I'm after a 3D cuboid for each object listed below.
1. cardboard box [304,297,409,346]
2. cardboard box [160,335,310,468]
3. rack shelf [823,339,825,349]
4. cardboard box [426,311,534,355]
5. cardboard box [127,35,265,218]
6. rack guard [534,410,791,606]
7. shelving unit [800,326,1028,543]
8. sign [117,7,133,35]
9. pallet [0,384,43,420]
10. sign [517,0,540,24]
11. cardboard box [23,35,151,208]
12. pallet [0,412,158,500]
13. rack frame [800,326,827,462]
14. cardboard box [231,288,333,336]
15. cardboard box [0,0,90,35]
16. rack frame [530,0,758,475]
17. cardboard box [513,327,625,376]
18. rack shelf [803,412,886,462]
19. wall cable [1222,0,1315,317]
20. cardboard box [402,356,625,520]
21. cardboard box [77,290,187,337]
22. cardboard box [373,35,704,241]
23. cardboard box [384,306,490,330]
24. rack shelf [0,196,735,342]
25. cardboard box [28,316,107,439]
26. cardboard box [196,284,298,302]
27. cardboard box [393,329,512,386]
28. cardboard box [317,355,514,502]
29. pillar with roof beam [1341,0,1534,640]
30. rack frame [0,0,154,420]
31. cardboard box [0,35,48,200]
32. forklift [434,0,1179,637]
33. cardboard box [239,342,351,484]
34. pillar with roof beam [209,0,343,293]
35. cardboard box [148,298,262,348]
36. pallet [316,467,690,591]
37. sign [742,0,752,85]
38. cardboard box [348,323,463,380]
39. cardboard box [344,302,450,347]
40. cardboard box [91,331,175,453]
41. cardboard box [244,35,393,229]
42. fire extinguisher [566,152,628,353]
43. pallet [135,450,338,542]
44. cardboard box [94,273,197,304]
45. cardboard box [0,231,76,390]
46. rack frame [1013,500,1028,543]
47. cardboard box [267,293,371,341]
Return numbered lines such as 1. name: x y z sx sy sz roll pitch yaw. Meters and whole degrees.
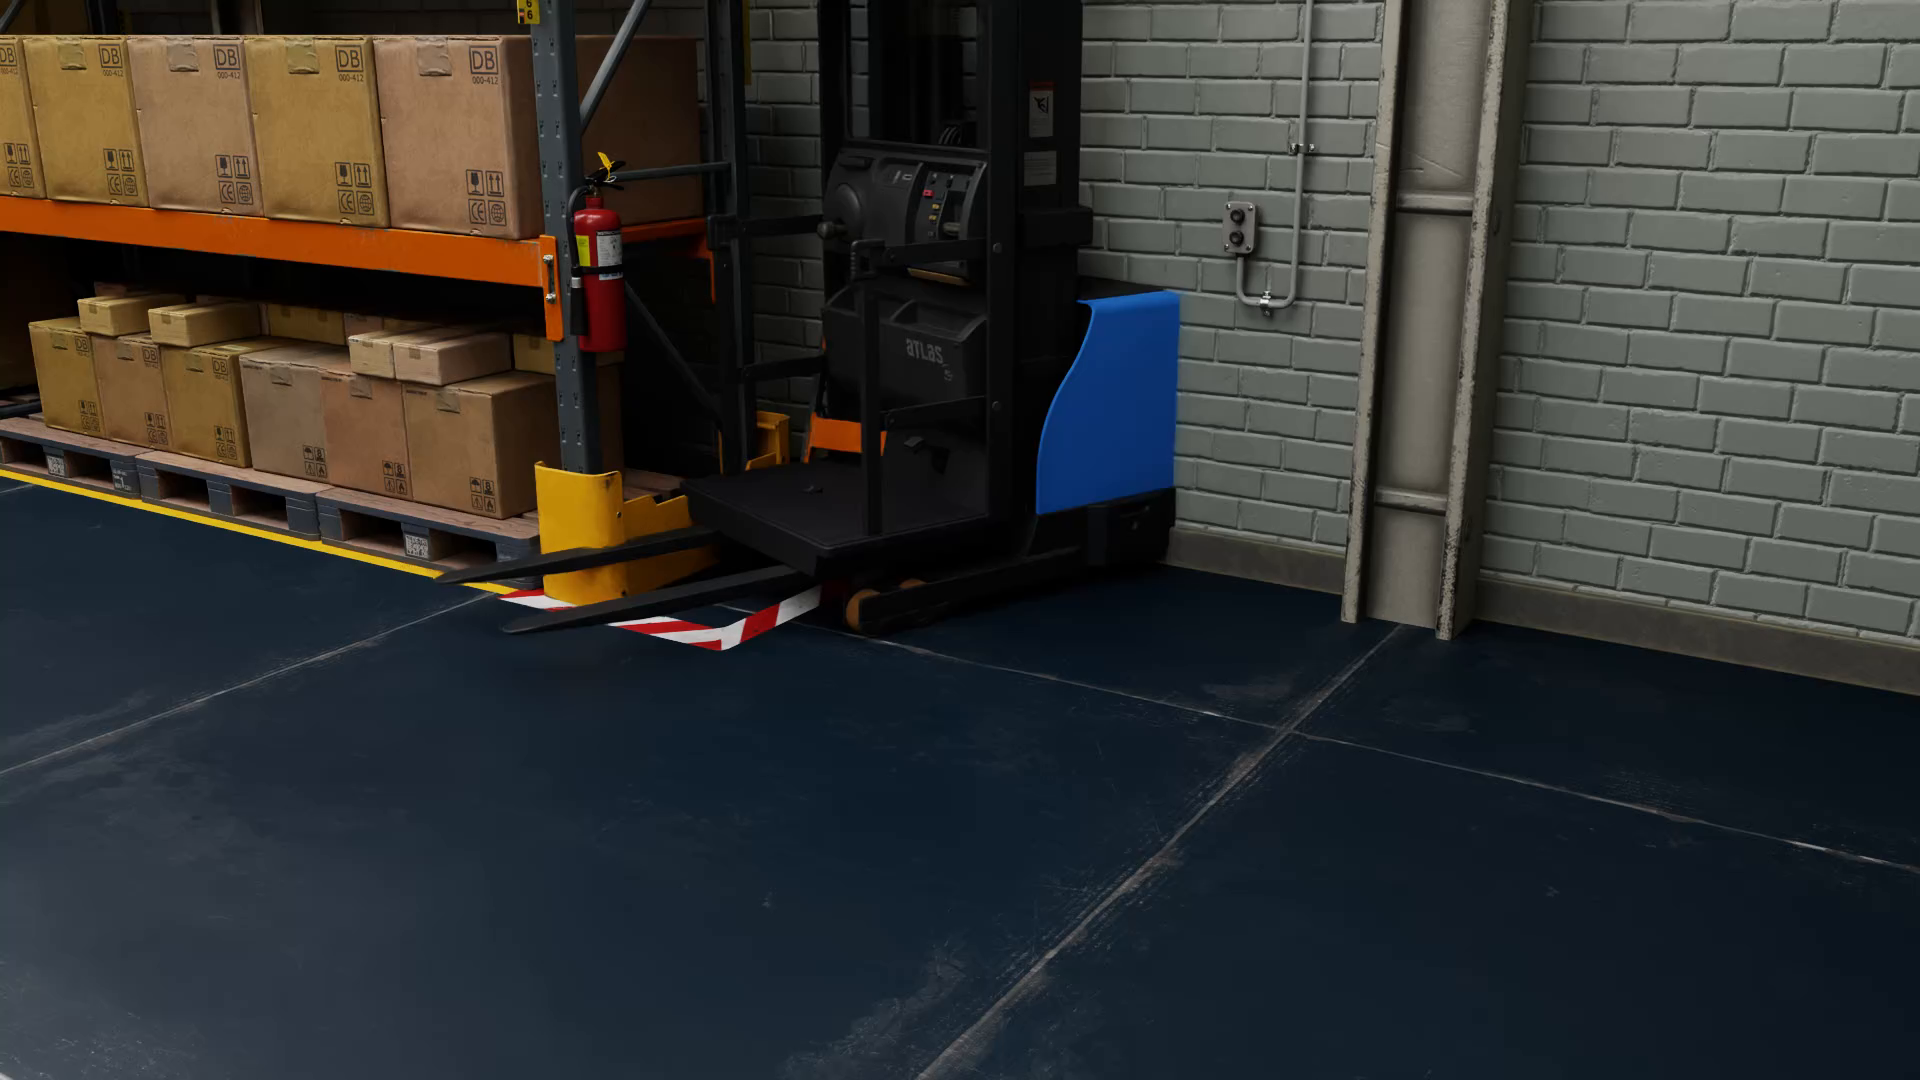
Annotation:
1. cardboard box: -2.666 -0.972 7.382 0.250 0.149 0.380 10 20 31
2. cardboard box: -3.109 -0.670 7.505 0.500 0.500 0.700 11 20 31
3. rack shelf: 0.023 -0.817 6.657 1.000 0.278 0.538 9 -1 30
4. cardboard box: -2.016 -0.856 7.002 0.250 0.149 0.380 10 20 30
5. cardboard box: -2.857 -1.797 7.120 0.700 0.700 0.980 9 19 27
6. rack guard: -1.126 -0.152 6.523 0.348 0.500 1.175 10 20 30
7. shelving unit: -0.024 -0.528 6.652 1.048 1.125 0.538 9 -1 30
8. sign: -4.266 -2.550 8.490 0.005 0.325 0.100 10 20 30
9. pallet: -5.252 -0.725 8.905 1.213 0.211 1.003 10 20 30
10. sign: -1.442 -1.887 5.533 0.005 0.325 0.100 10 20 30
11. cardboard box: -3.482 -1.905 7.476 0.700 0.700 0.980 10 19 29
12. pallet: -3.948 -0.491 8.135 1.213 0.211 1.003 10 20 30
13. rack frame: -0.461 -0.594 6.903 0.032 1.125 0.500 9 -1 30
14. cardboard box: -3.101 -1.050 7.638 0.250 0.149 0.380 10 20 31
15. cardboard box: -4.811 -2.654 8.447 0.500 0.250 0.500 11 20 32
16. rack frame: -1.147 -1.352 6.171 0.127 3.000 1.000 10 20 30
17. cardboard box: -1.584 -0.780 6.749 0.250 0.149 0.380 10 20 30
18. rack shelf: -0.064 -0.286 6.647 1.000 0.278 0.538 9 -1 30
19. wall cable: 0.439 -1.878 6.154 1.851 1.984 0.084 10 20 30
20. cardboard box: -1.795 -0.439 6.743 0.500 0.500 0.700 10 20 30
21. cardboard box: -3.775 -1.039 7.604 0.250 0.149 0.380 11 20 32
22. cardboard box: -1.586 -1.571 6.375 0.700 0.700 0.980 11 20 33
23. cardboard box: -2.229 -0.895 7.128 0.250 0.149 0.380 10 20 31
24. rack shelf: -2.851 -1.312 7.277 4.000 0.370 1.077 10 20 30
25. cardboard box: -3.972 -0.826 8.019 0.500 0.500 0.700 10 20 31
26. cardboard box: -3.316 -1.088 7.765 0.250 0.149 0.380 9 19 28
27. cardboard box: -2.000 -0.723 6.564 0.250 0.149 0.380 10 19 29
28. cardboard box: -2.222 -0.515 6.993 0.500 0.500 0.700 10 20 30
29. pillar with roof beam: -0.646 -2.960 1.143 0.400 9.000 9.100 10 20 30
30. rack frame: -4.555 -1.960 8.174 0.127 3.000 1.000 10 20 30
31. cardboard box: -4.101 -2.017 7.846 0.700 0.700 0.980 10 20 31
32. forklift: -0.380 -1.238 5.915 3.031 2.935 1.130 -12 21 -35
33. cardboard box: -2.651 -0.591 7.244 0.500 0.500 0.700 9 19 28
34. pillar with roof beam: -5.759 -3.873 4.147 0.400 9.000 9.100 10 20 30
35. cardboard box: -3.330 -0.960 7.343 0.250 0.149 0.380 9 19 28
36. pallet: -1.869 -0.120 6.913 1.213 0.211 1.003 10 20 30
37. sign: -0.851 -1.941 6.484 0.005 0.325 0.100 10 20 30
38. cardboard box: -2.218 -0.762 6.691 0.250 0.149 0.380 11 20 32
39. cardboard box: -2.447 -0.933 7.254 0.250 0.149 0.380 10 20 31
40. cardboard box: -3.545 -0.749 7.764 0.500 0.500 0.700 10 20 30
41. cardboard box: -2.212 -1.679 6.730 0.700 0.700 0.980 10 20 30
42. fire extinguisher: -1.260 -0.999 5.785 0.183 0.674 0.296 10 20 30
43. pallet: -2.904 -0.306 7.525 1.213 0.211 1.003 10 20 30
44. cardboard box: -3.991 -1.208 8.159 0.250 0.149 0.380 10 20 30
45. cardboard box: -5.177 -1.200 8.645 0.750 0.750 0.750 10 20 31
46. rack frame: 0.413 -0.461 6.401 0.032 1.125 0.500 9 -1 30
47. cardboard box: -2.881 -1.011 7.509 0.250 0.149 0.380 10 19 29
